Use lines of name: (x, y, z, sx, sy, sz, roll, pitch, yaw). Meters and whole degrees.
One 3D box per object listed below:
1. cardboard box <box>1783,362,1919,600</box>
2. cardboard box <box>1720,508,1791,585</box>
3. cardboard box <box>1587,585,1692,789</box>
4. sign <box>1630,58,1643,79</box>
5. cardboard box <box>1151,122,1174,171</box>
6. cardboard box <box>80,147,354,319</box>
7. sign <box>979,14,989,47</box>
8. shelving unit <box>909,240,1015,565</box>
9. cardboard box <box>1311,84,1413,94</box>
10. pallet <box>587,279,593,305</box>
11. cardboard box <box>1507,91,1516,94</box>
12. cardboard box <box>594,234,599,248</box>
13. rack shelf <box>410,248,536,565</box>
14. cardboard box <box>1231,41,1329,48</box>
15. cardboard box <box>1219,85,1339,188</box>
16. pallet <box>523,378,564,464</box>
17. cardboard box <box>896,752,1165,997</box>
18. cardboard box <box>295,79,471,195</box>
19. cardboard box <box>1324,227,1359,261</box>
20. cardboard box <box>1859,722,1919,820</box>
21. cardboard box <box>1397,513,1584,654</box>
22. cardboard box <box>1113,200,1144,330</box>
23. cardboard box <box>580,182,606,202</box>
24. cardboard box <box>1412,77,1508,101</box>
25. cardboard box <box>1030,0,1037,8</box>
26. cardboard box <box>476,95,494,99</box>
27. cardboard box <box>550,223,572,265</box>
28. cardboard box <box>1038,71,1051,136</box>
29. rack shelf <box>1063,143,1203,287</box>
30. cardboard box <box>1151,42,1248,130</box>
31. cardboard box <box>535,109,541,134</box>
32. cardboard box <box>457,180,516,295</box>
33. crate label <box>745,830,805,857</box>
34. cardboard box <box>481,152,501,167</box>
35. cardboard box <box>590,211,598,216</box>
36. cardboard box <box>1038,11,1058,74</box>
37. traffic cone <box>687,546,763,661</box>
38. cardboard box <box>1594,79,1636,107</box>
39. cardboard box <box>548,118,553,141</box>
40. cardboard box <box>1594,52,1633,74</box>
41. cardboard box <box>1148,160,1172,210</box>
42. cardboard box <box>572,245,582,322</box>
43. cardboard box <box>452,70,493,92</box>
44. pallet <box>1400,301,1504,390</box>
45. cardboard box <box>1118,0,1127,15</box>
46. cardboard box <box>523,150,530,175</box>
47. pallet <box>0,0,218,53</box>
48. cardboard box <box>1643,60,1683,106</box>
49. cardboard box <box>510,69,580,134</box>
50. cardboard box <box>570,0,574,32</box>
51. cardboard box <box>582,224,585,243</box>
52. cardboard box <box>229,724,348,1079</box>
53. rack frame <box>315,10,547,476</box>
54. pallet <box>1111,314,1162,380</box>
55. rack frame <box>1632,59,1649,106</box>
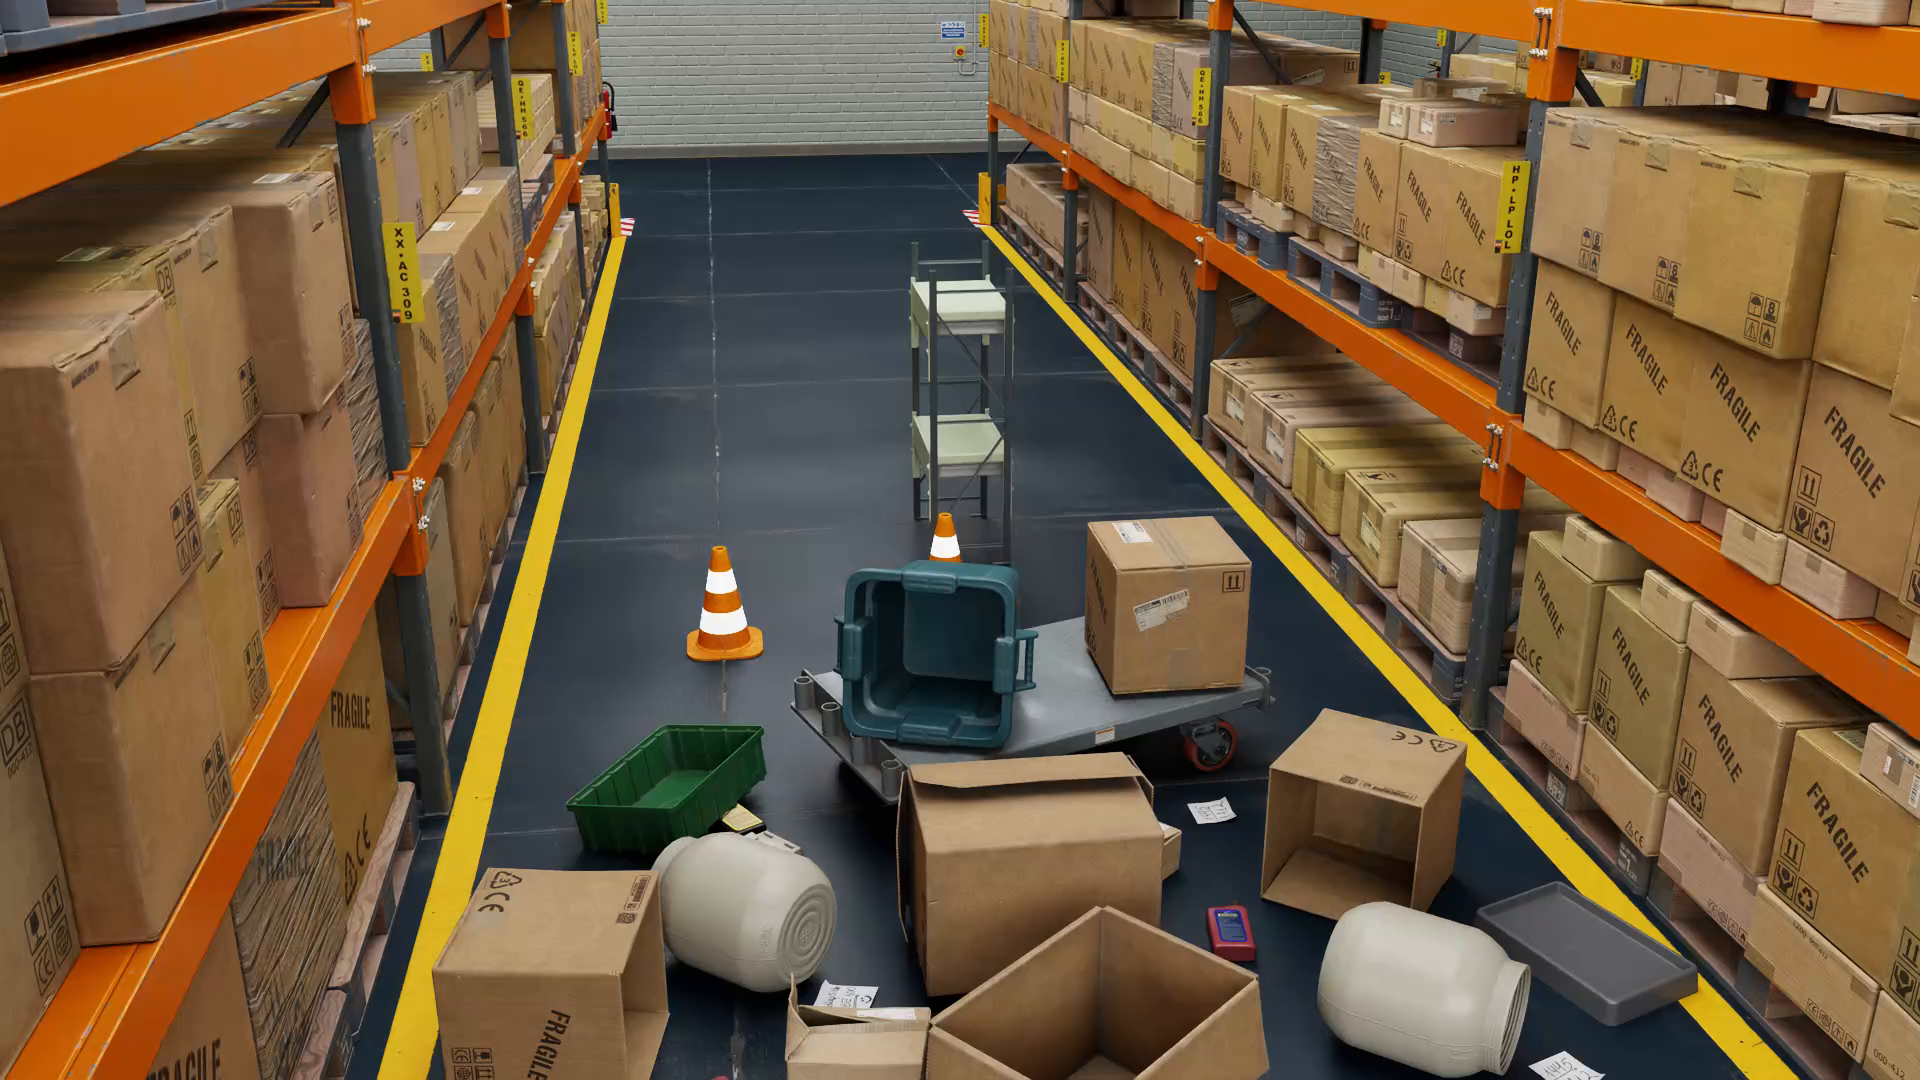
cardboard box: (2.564, -0.178, 4.337, 0.500, 0.500, 0.500, -3, 21, -7)
cardboard box: (2.432, 0.007, 4.768, 0.380, 0.149, 0.250, -3, 21, -7)
cardboard box: (2.436, 0.464, 5.445, 0.500, 0.500, 0.500, -2, 21, -6)
sign: (5.752, -4.076, 14.105, 0.100, 0.325, 0.005, -3, 21, -8)
cardboard box: (1.554, -2.560, 10.783, 0.500, 0.250, 0.500, -3, 21, -9)
cardboard box: (-2.335, -0.841, 4.923, 0.875, 0.550, 0.550, -3, 21, -8)
sign: (0.250, -5.250, 17.136, 0.100, 0.325, 0.005, -3, 21, -8)
shelving unit: (0.001, -0.700, 8.448, 0.431, 1.500, 0.755, -3, 21, -8)
cardboard box: (2.293, -2.303, 9.428, 0.500, 0.500, 0.500, -4, 21, -9)
pallet: (-3.639, -2.089, 14.006, 1.003, 0.211, 1.213, -3, 21, -8)
cardboard box: (5.623, -4.391, 16.546, 0.380, 0.149, 0.250, -4, 21, -9)
cardboard box: (-3.545, -2.793, 15.382, 0.380, 0.149, 0.250, -3, 21, -7)
rack shelf: (-2.643, -0.750, 7.465, 1.077, 0.370, 4.000, -3, 21, -8)
cardboard box: (2.043, -2.933, 10.711, 0.500, 0.500, 0.500, -3, 21, -8)
cardboard box: (1.789, -2.279, 9.363, 0.500, 0.500, 0.500, -4, 21, -9)
pallet: (-3.042, -0.744, 10.405, 1.003, 0.211, 1.213, -3, 21, -8)
cardboard box: (0.205, 1.008, 5.104, 0.797, 0.637, 0.503, -3, 21, -8)
cardboard box: (-2.802, -1.963, 8.114, 0.700, 0.500, 0.500, -3, 21, -9)
cardboard box: (2.001, -1.459, 8.094, 0.380, 0.149, 0.250, -2, 21, -6)
cardboard box: (2.544, 0.576, 4.218, 0.380, 0.149, 0.250, -2, 21, -5)
cardboard box: (2.451, 0.174, 7.119, 0.950, 0.372, 0.625, -3, 21, -7)
cardboard box: (1.683, -2.127, 12.561, 0.875, 0.875, 0.875, -2, 21, -6)
cardboard box: (-3.615, -3.345, 16.010, 0.380, 0.149, 0.250, -3, 21, -9)
cardboard box: (2.468, -2.198, 8.220, 0.380, 0.149, 0.250, -4, 21, -10)
cardboard box: (0.845, -4.889, 15.019, 0.380, 0.149, 0.250, -3, 21, -8)
cardboard box: (-3.029, -2.848, 10.964, 0.380, 0.149, 0.250, -3, 21, -9)
cardboard box: (-3.089, -2.117, 11.999, 0.500, 0.250, 0.500, -2, 21, -5)
cardboard box: (0.977, -3.821, 14.517, 0.500, 0.500, 0.500, -3, 21, -9)
rack shelf: (1.664, -2.419, 11.935, 1.077, 0.370, 4.000, -3, 21, -8)
cardboard box: (1.537, -2.922, 10.681, 0.500, 0.500, 0.500, -3, 21, -7)
cardboard box: (-3.103, -2.893, 11.508, 0.380, 0.149, 0.250, -4, 21, -11)
cardboard box: (-2.530, -1.511, 8.331, 0.500, 0.500, 0.500, -3, 21, -8)
crate label: (-0.672, 1.097, 5.582, 0.250, 0.136, 0.298, 17, 27, 39)
cardboard box: (-2.802, -2.175, 9.586, 0.380, 0.149, 0.250, -2, 21, -5)
cardboard box: (-3.543, -2.933, 15.331, 0.380, 0.149, 0.250, -2, 21, -5)
cardboard box: (0.970, -4.290, 14.342, 0.500, 0.500, 0.500, -3, 21, -9)
traffic cone: (-1.053, 0.254, 7.376, 0.336, 0.463, 0.334, -3, 21, -8)
cardboard box: (5.973, -3.934, 14.750, 0.500, 0.250, 0.500, -2, 21, -6)
cardboard box: (-3.216, -3.026, 12.289, 0.380, 0.149, 0.250, -3, 21, -7)
cardboard box: (6.336, -4.650, 15.596, 0.500, 0.500, 0.500, -3, 21, -9)
cardboard box: (1.534, -2.332, 10.886, 0.500, 0.250, 0.500, -3, 21, -7)
cardboard box: (-3.152, -1.946, 12.613, 0.500, 0.500, 0.500, -3, 21, -9)
cardboard box: (-3.857, -3.504, 13.241, 0.500, 0.500, 0.500, -3, 21, -8)
pallet: (2.563, -0.861, 7.009, 1.003, 0.211, 1.213, -3, 21, -8)
cardboard box: (1.535, -4.478, 13.920, 0.380, 0.149, 0.250, -3, 21, -7)
cardboard box: (-2.955, -2.395, 10.600, 0.380, 0.149, 0.250, -2, 21, -6)
pallet: (-2.074, -1.053, 3.087, 1.003, 0.211, 1.213, -3, 21, -8)
cardboard box: (6.136, -3.765, 13.767, 0.700, 0.500, 0.500, -2, 21, -6)
cardboard box: (-3.330, -3.535, 13.324, 0.500, 0.500, 0.500, -3, 21, -9)
cardboard box: (-3.421, -4.166, 13.586, 0.500, 0.500, 0.500, -4, 21, -9)
cardboard box: (-3.333, -2.532, 13.833, 0.380, 0.149, 0.250, -2, 21, -5)
cardboard box: (-2.199, 0.938, 4.355, 0.875, 0.875, 0.875, -3, 21, -7)
rack frame: (-2.931, -1.779, 9.193, 1.000, 3.000, 0.127, -3, 21, -8)
pallet: (1.741, -1.456, 12.312, 1.003, 0.211, 1.213, -3, 21, -8)
rack frame: (6.287, -3.700, 14.337, 1.000, 3.000, 0.127, -3, 21, -8)
